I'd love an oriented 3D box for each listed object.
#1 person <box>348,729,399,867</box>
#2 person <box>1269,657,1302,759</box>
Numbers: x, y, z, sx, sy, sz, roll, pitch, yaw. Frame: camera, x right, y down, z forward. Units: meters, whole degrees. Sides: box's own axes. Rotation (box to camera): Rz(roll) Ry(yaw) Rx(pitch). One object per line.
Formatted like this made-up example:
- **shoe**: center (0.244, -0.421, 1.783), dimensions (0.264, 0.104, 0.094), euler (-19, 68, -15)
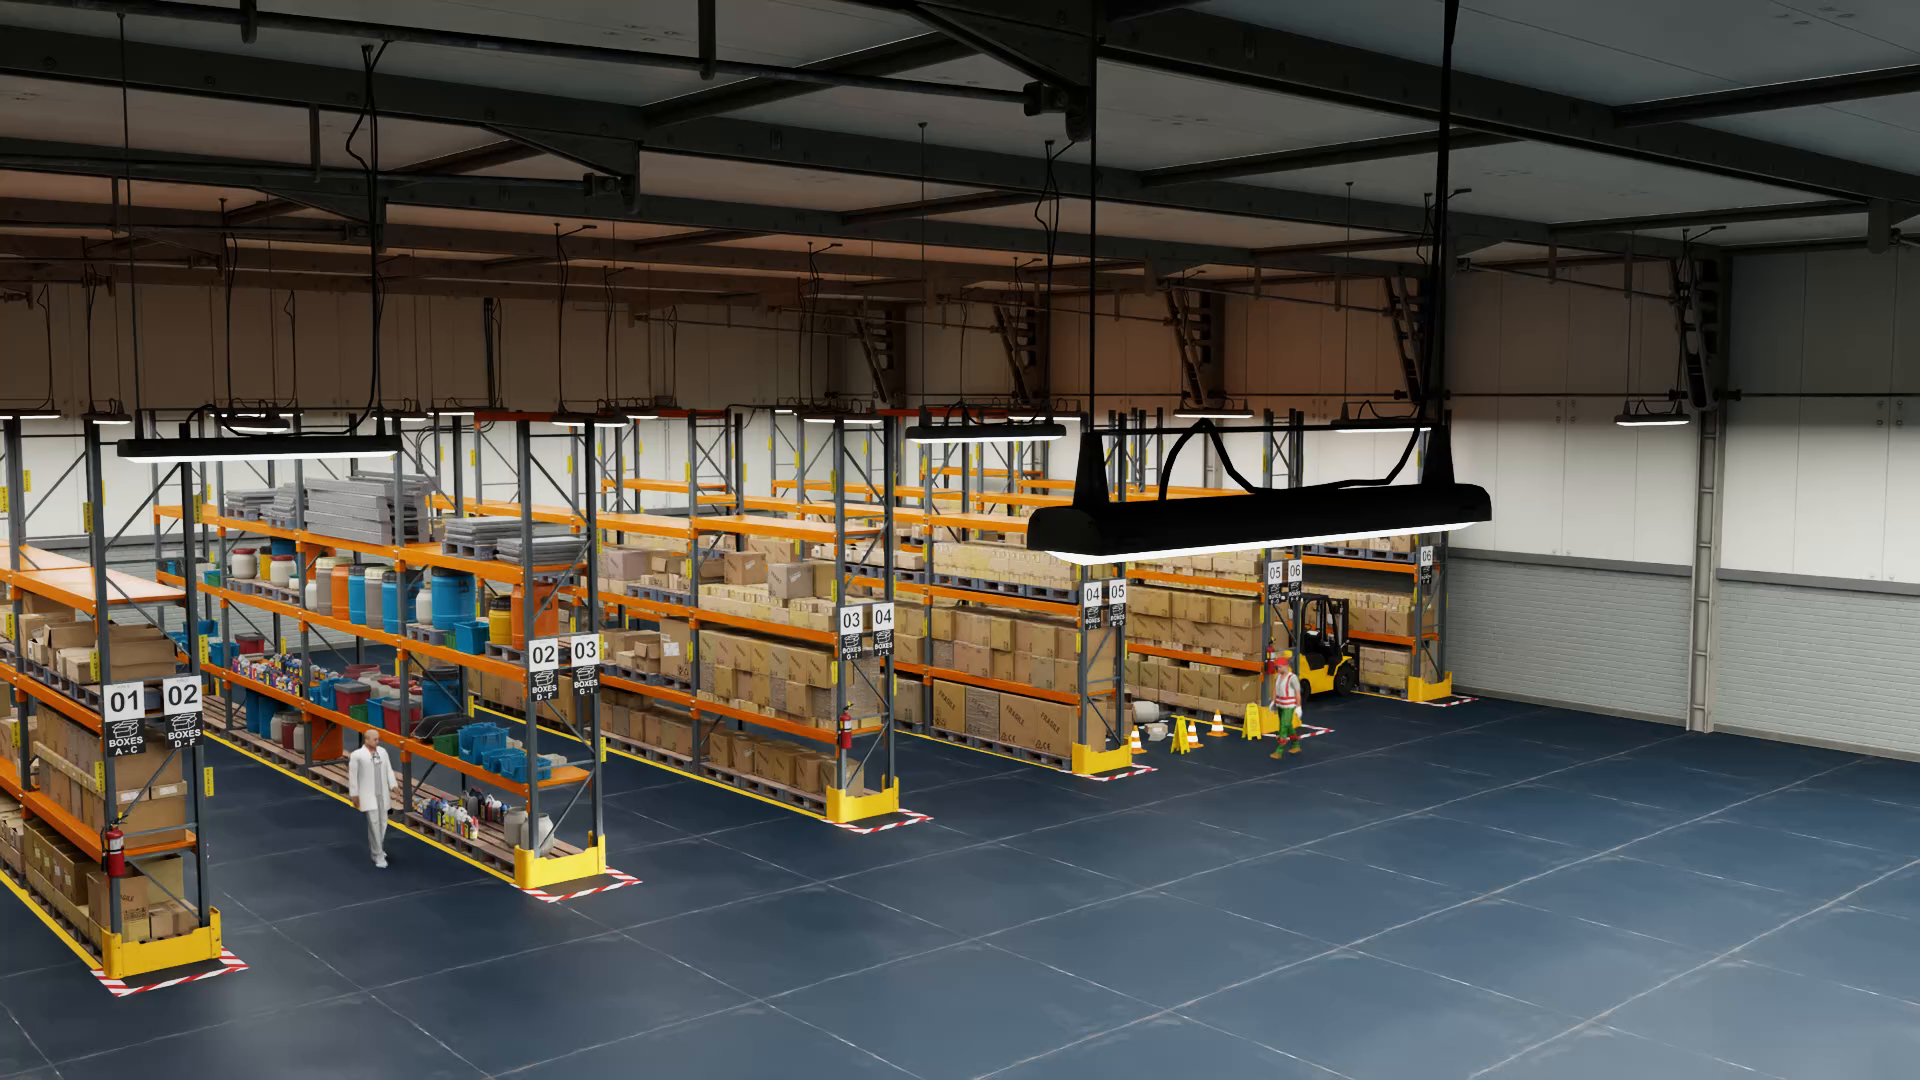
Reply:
- **person**: center (-7.884, 3.487, 22.563), dimensions (0.731, 1.808, 0.593), euler (4, 6, 37)
- **person**: center (5.652, 2.913, 29.010), dimensions (0.911, 1.753, 0.566), euler (-3, 6, -29)
